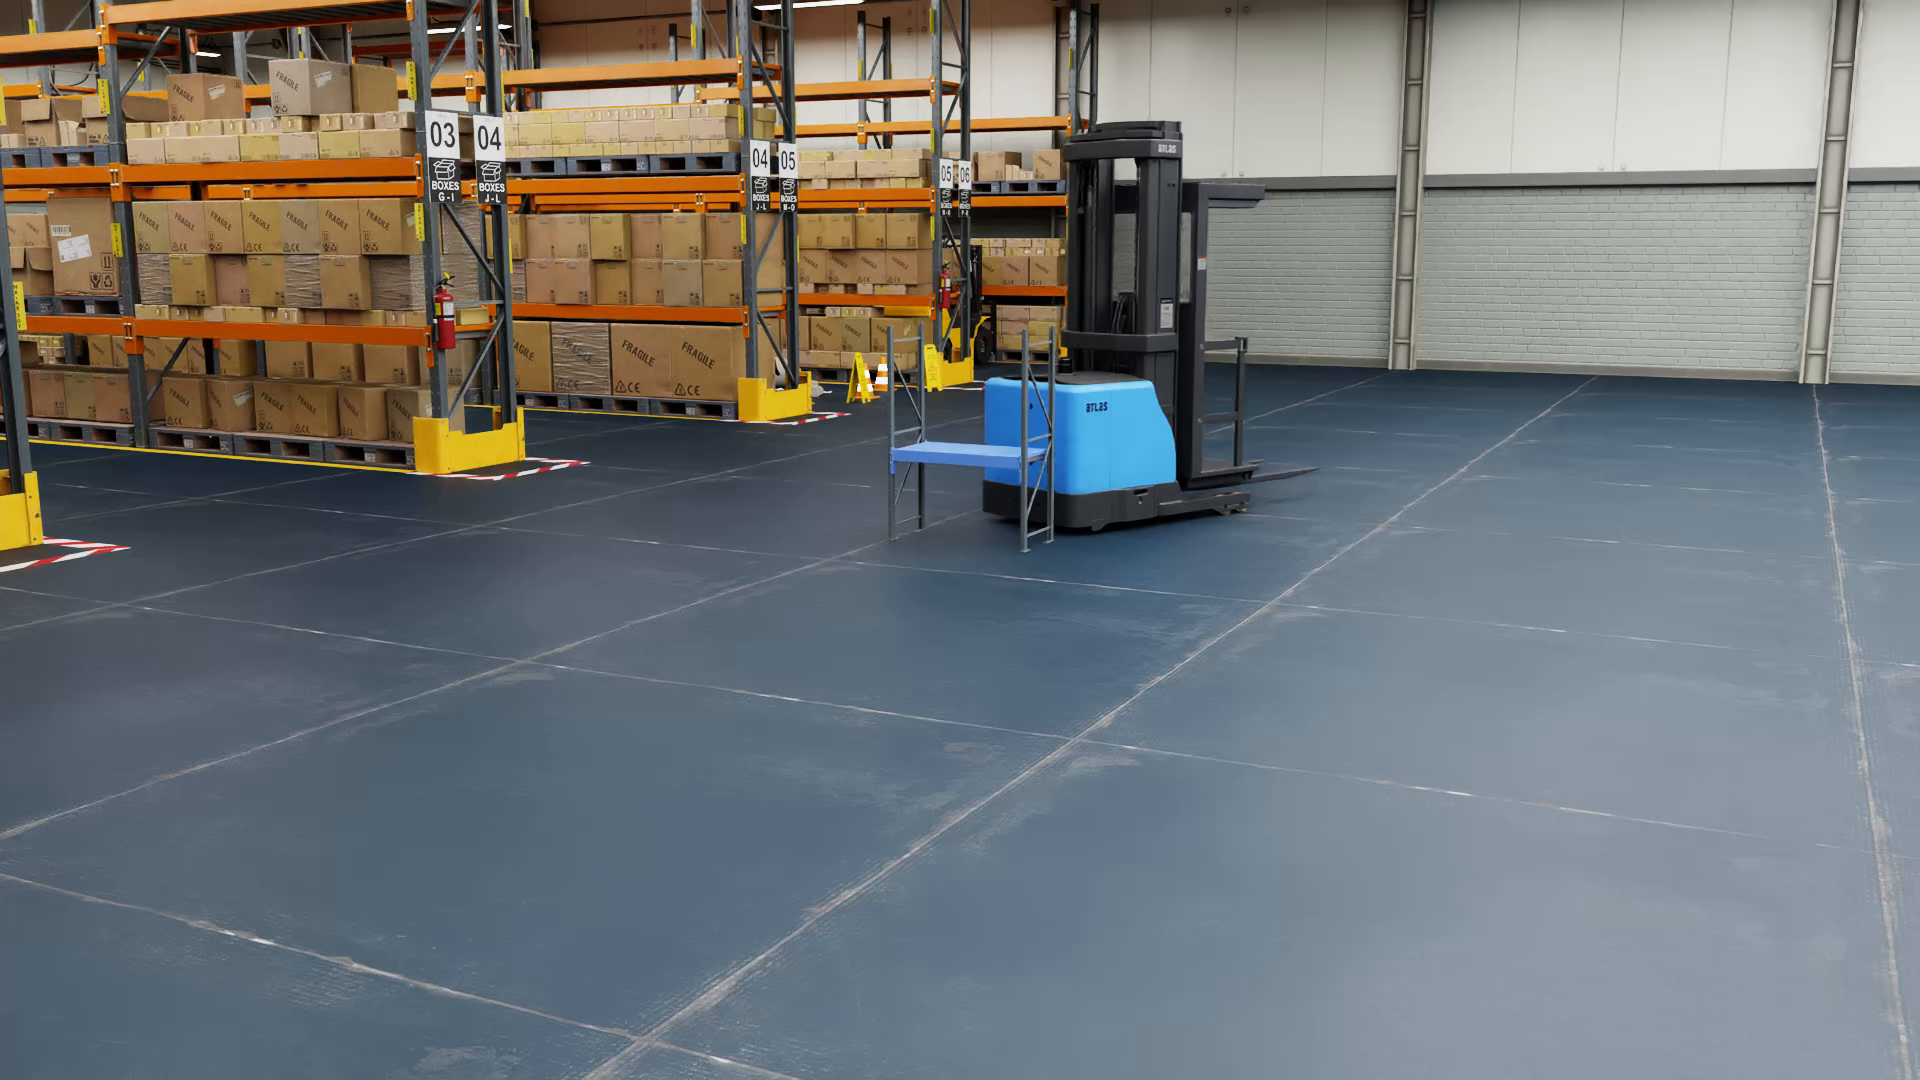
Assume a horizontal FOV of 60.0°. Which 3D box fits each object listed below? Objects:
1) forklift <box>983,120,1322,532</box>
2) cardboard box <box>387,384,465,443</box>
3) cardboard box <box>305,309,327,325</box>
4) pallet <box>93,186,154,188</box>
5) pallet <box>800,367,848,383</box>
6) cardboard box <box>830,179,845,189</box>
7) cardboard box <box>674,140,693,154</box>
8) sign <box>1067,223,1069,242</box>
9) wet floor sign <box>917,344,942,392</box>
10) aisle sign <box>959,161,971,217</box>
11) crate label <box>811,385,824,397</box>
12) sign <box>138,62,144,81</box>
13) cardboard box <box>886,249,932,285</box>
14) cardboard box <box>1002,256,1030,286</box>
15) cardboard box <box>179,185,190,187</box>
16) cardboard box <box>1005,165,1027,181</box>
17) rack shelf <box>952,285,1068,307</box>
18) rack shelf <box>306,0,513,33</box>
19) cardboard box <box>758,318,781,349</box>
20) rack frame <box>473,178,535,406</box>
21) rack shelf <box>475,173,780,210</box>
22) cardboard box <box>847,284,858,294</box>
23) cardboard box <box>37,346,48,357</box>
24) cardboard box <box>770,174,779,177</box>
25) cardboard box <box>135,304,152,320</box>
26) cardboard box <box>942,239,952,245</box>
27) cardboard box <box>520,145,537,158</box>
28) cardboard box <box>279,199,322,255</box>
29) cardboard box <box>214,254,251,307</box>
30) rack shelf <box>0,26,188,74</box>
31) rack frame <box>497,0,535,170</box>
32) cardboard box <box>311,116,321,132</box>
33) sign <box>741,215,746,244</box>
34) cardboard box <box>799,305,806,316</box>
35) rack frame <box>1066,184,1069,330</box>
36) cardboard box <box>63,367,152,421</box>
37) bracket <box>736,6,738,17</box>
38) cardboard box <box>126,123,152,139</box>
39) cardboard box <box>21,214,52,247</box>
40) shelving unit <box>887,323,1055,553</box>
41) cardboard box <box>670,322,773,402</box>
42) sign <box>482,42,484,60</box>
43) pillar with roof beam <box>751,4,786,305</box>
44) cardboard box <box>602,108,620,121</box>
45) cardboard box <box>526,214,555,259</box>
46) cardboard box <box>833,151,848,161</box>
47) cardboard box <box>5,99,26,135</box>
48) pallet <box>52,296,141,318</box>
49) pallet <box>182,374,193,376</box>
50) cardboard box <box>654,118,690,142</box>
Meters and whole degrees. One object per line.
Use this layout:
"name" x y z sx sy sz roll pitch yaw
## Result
"forklift" 1.626 -1.694 12.862 3.031 2.935 1.130 -8 13 -39
"cardboard box" -5.060 -1.198 15.764 0.500 0.500 0.500 8 13 36
"cardboard box" -5.982 -2.131 15.787 0.250 0.149 0.380 5 11 26
"pallet" -11.545 -5.136 23.788 1.003 0.211 1.213 5 11 26
"pallet" -1.993 -2.552 25.236 1.213 0.211 1.003 5 11 26
"cardboard box" -1.702 -5.193 24.284 0.250 0.149 0.380 5 11 24
"cardboard box" -3.126 -4.574 19.402 0.250 0.149 0.380 5 11 27
"sign" 1.818 -5.146 27.822 0.005 0.325 0.100 5 11 26
"wet floor sign" -0.425 -2.407 23.220 0.267 0.644 0.232 -10 14 -43
"aisle sign" 0.070 -5.076 24.053 0.004 0.787 0.394 5 11 26
"crate label" -1.997 -2.019 22.501 0.298 0.136 0.250 -1 10 -4
"sign" -14.722 -8.414 29.885 0.005 0.325 0.100 5 11 26
"cardboard box" -0.731 -3.946 23.995 0.500 0.500 0.500 5 11 25
"cardboard box" 1.052 -4.633 28.627 0.500 0.500 0.500 5 12 28
"cardboard box" -10.475 -5.151 23.063 0.500 0.500 0.500 5 11 26
"cardboard box" 0.966 -6.247 28.321 0.258 0.266 0.396 5 11 26
"rack shelf" 0.277 -4.348 29.354 4.000 0.370 1.077 5 11 26
"rack shelf" -9.090 -8.773 27.625 4.000 0.370 1.077 5 11 26
"cardboard box" -2.815 -3.160 25.202 0.500 0.500 0.500 6 12 28
"rack frame" -5.809 -3.268 21.367 0.127 3.000 1.000 5 11 26
"rack shelf" -4.016 -4.233 20.293 4.000 0.370 1.077 5 11 26
"cardboard box" -1.461 -3.707 24.498 0.250 0.149 0.380 5 11 27
"cardboard box" -13.655 -2.842 25.004 0.250 0.149 0.380 4 11 23
"cardboard box" -2.526 -5.457 24.620 0.500 0.250 0.500 5 11 26
"cardboard box" -8.035 -2.296 16.697 0.250 0.149 0.380 5 11 26
"cardboard box" -0.172 -5.213 29.176 0.250 0.149 0.380 5 11 26
"cardboard box" -5.177 -4.754 20.397 0.250 0.149 0.380 5 11 26
"cardboard box" -6.008 -2.939 15.622 0.500 0.500 0.500 5 11 26
"cardboard box" -6.792 -2.566 16.371 0.500 0.500 0.875 5 11 26
"rack shelf" -9.888 -5.043 17.470 4.000 0.370 1.077 5 11 26
"rack frame" -7.297 -7.334 26.987 0.127 3.000 1.000 5 11 26
"cardboard box" -5.772 -3.838 15.394 0.250 0.149 0.380 5 11 26
"sign" -2.475 -3.554 19.028 0.005 0.325 0.100 5 11 26
"cardboard box" -2.510 -3.439 24.923 0.250 0.149 0.380 6 12 29
"rack frame" 2.071 -4.545 28.419 0.127 3.000 1.000 5 11 26
"cardboard box" -9.055 -1.563 17.728 0.500 0.500 0.700 5 11 25
"bracket" -4.065 -9.916 31.143 0.430 0.232 0.235 5 11 26
"cardboard box" -7.939 -4.008 16.331 0.250 0.149 0.380 5 11 24
"cardboard box" -13.525 -4.580 24.692 0.500 0.500 0.500 5 11 24
"shelving unit" 0.077 -0.731 11.560 1.048 1.500 0.538 5 11 26
"cardboard box" -2.859 -2.157 20.014 0.875 0.875 0.875 5 11 26
"sign" -7.539 -7.783 26.398 0.005 0.325 0.100 5 11 26
"pillar with roof beam" -5.441 -7.481 27.797 0.548 9.000 9.100 5 11 26
"cardboard box" -4.042 -5.046 19.775 0.250 0.149 0.380 5 11 26
"cardboard box" -4.949 -3.814 20.930 0.550 0.550 0.875 5 11 26
"cardboard box" -1.651 -5.593 24.255 0.250 0.149 0.380 5 11 24
"cardboard box" -10.241 -4.493 18.025 0.500 0.500 0.500 5 12 27
"pallet" -8.715 -2.473 17.512 1.213 0.211 1.003 5 11 26
"pallet" -11.186 -2.370 24.231 1.213 0.211 1.003 5 11 26
"cardboard box" -3.233 -4.791 19.484 0.500 0.250 0.500 5 11 26
